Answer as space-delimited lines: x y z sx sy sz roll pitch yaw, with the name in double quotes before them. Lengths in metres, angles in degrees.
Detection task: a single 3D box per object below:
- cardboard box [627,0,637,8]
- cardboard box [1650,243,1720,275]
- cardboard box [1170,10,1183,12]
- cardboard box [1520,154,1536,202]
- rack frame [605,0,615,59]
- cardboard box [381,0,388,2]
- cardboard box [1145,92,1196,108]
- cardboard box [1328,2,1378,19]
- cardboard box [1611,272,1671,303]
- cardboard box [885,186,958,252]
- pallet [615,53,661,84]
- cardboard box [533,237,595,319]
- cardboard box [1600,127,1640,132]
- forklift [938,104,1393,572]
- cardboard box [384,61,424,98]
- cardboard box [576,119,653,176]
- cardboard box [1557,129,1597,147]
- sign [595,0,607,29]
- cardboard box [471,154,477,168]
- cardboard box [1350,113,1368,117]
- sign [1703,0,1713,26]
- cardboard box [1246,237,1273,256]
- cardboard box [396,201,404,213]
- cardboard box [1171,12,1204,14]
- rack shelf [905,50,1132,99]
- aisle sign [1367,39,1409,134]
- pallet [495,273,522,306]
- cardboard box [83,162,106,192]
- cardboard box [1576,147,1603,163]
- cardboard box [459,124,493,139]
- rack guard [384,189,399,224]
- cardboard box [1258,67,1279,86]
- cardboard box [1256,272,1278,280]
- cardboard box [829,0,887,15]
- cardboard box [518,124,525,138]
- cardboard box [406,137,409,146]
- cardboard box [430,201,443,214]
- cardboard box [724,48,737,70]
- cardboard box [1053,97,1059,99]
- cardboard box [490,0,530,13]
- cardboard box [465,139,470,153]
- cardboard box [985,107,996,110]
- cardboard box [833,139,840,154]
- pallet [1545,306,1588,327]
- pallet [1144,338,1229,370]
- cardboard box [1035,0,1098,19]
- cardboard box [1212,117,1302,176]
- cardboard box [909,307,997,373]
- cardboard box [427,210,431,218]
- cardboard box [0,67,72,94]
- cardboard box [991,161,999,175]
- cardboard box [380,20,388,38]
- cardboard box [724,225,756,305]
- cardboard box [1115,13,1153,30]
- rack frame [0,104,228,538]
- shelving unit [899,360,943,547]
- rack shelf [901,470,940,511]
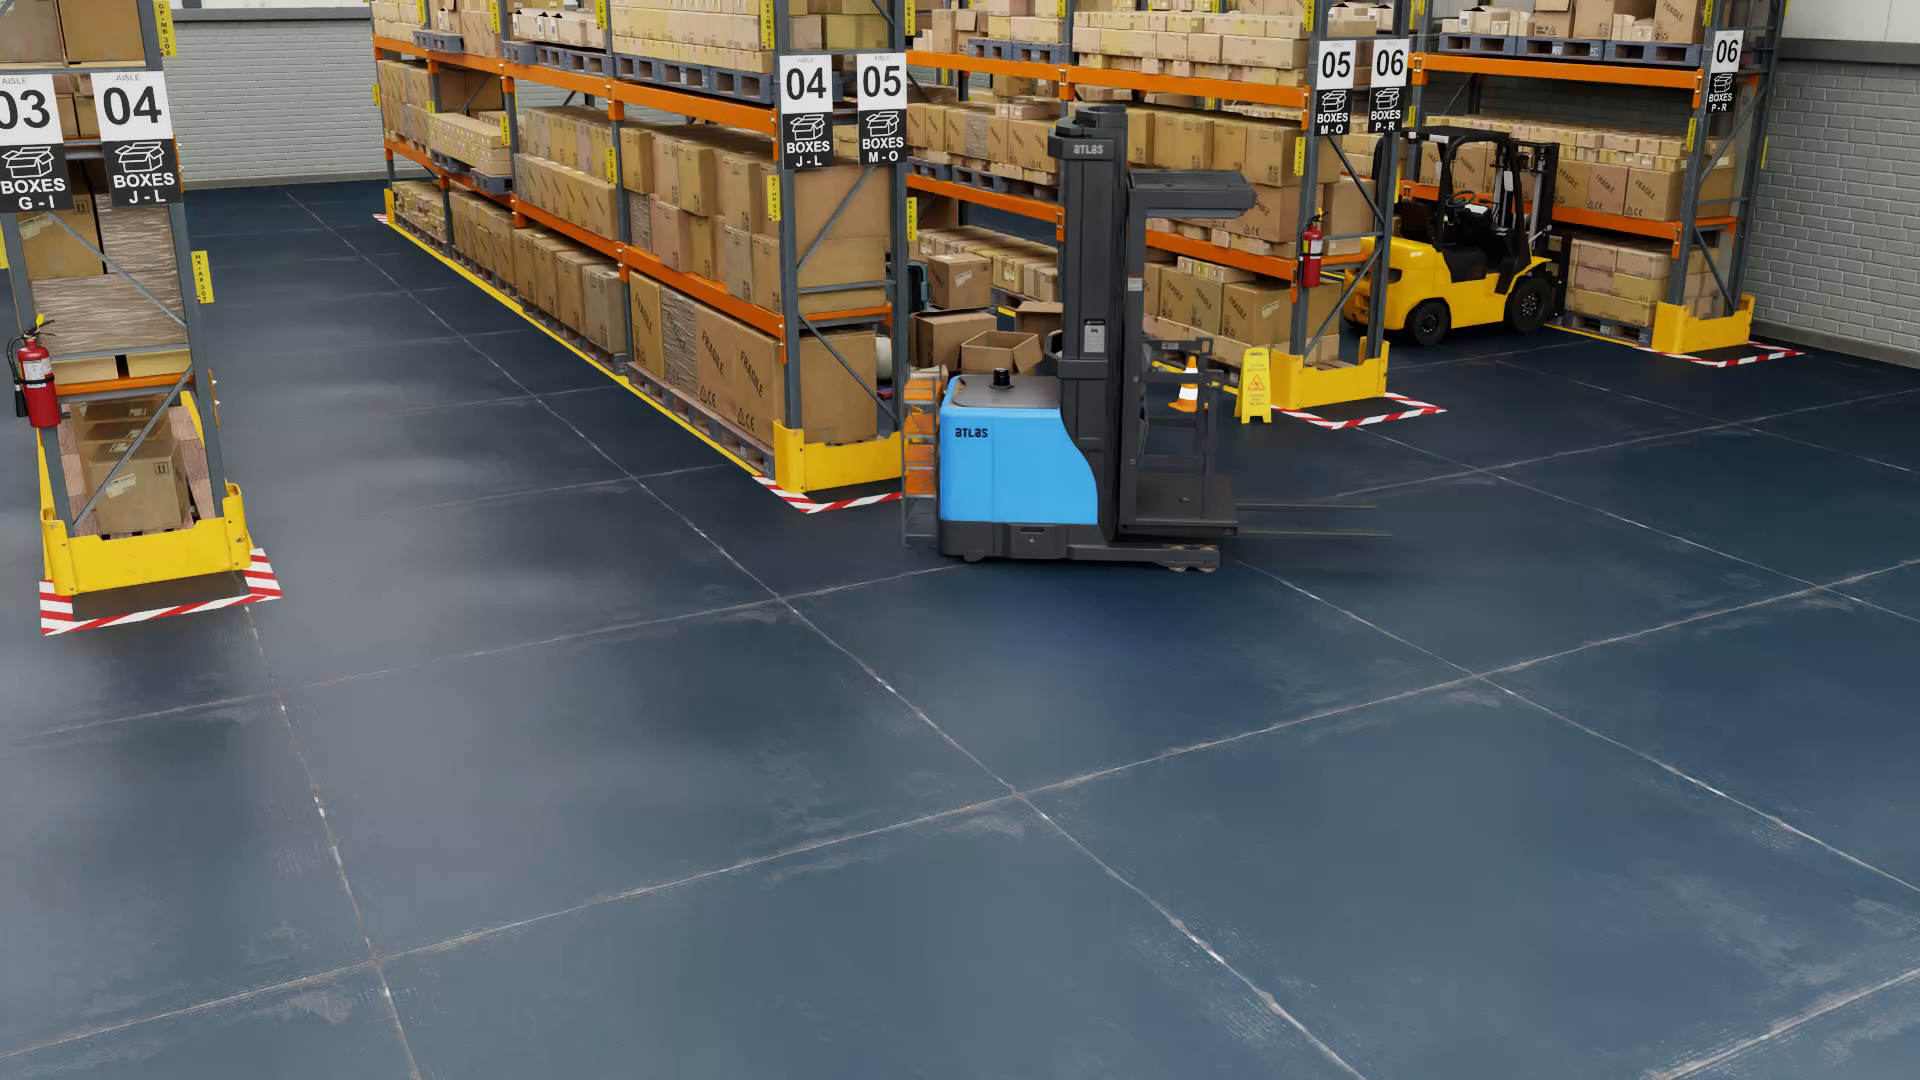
"cardboard box" -2.651 -4.678 14.356 0.380 0.149 0.250 -10 22 -27
"cardboard box" 7.745 -3.015 17.808 0.500 0.250 0.500 -10 22 -27
"cardboard box" 3.263 -7.594 24.060 0.380 0.149 0.250 -10 21 -27
"cardboard box" 6.612 -4.064 18.657 0.500 0.500 0.500 -10 21 -26
"rack frame" -2.767 -5.895 14.918 1.000 3.000 0.127 -10 21 -27
"cardboard box" -8.228 -7.912 24.216 0.380 0.149 0.250 -10 21 -26
"cardboard box" 3.070 -6.460 24.951 0.797 0.503 0.637 -11 22 -28
"cardboard box" 4.985 -6.636 21.006 0.500 0.311 0.500 -11 22 -28
"cardboard box" 7.301 -2.702 17.669 0.500 0.250 0.500 -10 22 -27
"cardboard box" -0.613 -4.408 22.421 0.875 0.875 0.875 -10 22 -27
"pallet" -2.388 -4.198 14.737 1.003 0.211 1.213 -10 21 -27
"cardboard box" -4.039 -2.903 18.250 1.050 0.750 0.750 -10 21 -26
"cardboard box" 7.314 -4.490 18.440 0.380 0.149 0.250 -11 22 -28
"forklift" 1.393 -1.352 11.057 3.031 2.935 1.130 1 19 4
"cardboard box" -8.241 -6.850 24.742 0.500 0.500 0.500 -9 21 -25
"cardboard box" -3.494 -4.013 16.975 0.700 0.500 0.500 -10 21 -26
"cardboard box" 6.757 -4.392 18.156 0.380 0.149 0.250 -10 21 -26
"sign" -3.240 -4.783 15.020 0.100 0.325 0.005 -10 21 -27
"cardboard box" -5.659 -4.575 20.031 0.380 0.149 0.250 -10 22 -27
"cardboard box" 5.247 -5.557 21.990 0.380 0.149 0.250 -10 21 -26
"sign" 7.323 -5.195 16.254 0.100 0.325 0.005 -10 21 -27
"cardboard box" 2.857 -2.717 15.292 0.380 0.149 0.250 -10 22 -27
"cardboard box" -8.499 -5.154 25.697 0.380 0.149 0.250 -10 21 -26
"cardboard box" 2.358 -5.268 16.863 0.380 0.149 0.250 -9 21 -25
"rack shelf" 0.591 -5.506 19.495 1.077 0.370 4.000 -10 21 -27
"aisle sign" 3.743 -3.965 14.539 0.394 0.787 0.004 -10 21 -27
"pallet" -5.036 -3.113 20.330 1.003 0.211 1.213 -10 21 -27
"cardboard box" -6.015 -2.462 12.026 0.500 0.500 0.500 -10 21 -27
"cardboard box" 6.903 -4.181 18.002 0.380 0.149 0.250 -11 22 -28
"cardboard box" -5.915 -5.009 20.379 0.380 0.149 0.250 -9 21 -24
"rack guard" -8.430 -5.300 26.224 1.175 0.500 0.348 -10 21 -27
"cardboard box" 2.878 -4.131 14.790 0.380 0.149 0.250 -10 21 -26
"cardboard box" 3.037 -2.390 16.381 0.500 0.500 0.500 -11 22 -29
"cardboard box" -0.746 -3.977 12.326 0.380 0.149 0.250 -10 21 -26
"cardboard box" -5.214 -5.032 20.445 0.380 0.149 0.250 -9 21 -24
"cardboard box" -7.919 -5.879 24.454 0.380 0.149 0.250 -10 22 -28
"cardboard box" -7.245 -4.687 23.429 0.380 0.149 0.250 -10 22 -27
"cardboard box" -1.565 -3.644 12.584 0.380 0.149 0.250 -10 21 -26
"cardboard box" 1.867 -7.317 28.013 0.500 0.250 0.500 -10 22 -27
"cardboard box" -5.087 -6.110 18.814 0.396 0.266 0.258 -10 21 -27
"cardboard box" -5.792 -4.794 20.211 0.380 0.149 0.250 -10 21 -27
"cardboard box" 0.598 -5.010 20.299 0.500 0.500 0.500 -12 22 -30
"cardboard box" -1.576 -5.470 23.115 0.500 0.250 0.500 -10 22 -28
"pallet" 6.832 -2.721 19.192 1.003 0.211 1.213 -10 21 -27
"pallet" 2.474 -1.998 17.099 1.003 0.211 1.213 -10 21 -27
"cardboard box" 1.154 -5.783 18.013 0.500 0.250 0.500 -9 21 -25
"cardboard box" 2.772 -3.626 15.399 0.700 0.500 0.500 -10 21 -26
"cardboard box" -0.073 -1.969 16.359 0.797 0.637 0.503 -10 21 -27
"cardboard box" -7.449 -4.695 23.910 0.380 0.149 0.250 -9 21 -25
"cardboard box" -5.708 -2.831 10.257 0.380 0.149 0.250 -11 22 -28
"cardboard box" 0.582 -4.334 19.335 0.380 0.149 0.250 -10 21 -27
"cardboard box" -8.231 -7.530 24.487 0.500 0.250 0.500 -9 21 -25
"cardboard box" -1.364 -2.235 13.281 0.875 0.550 0.550 -10 21 -27
"cardboard box" 1.771 -5.163 16.558 0.380 0.149 0.250 -10 21 -27
"rack frame" -5.281 -1.171 10.427 1.000 3.000 0.127 -10 21 -27
"shelving unit" -0.260 -0.601 11.533 0.258 1.200 0.503 1 19 4
"rack shelf" -0.259 -0.350 11.620 0.258 0.148 0.480 1 19 4
